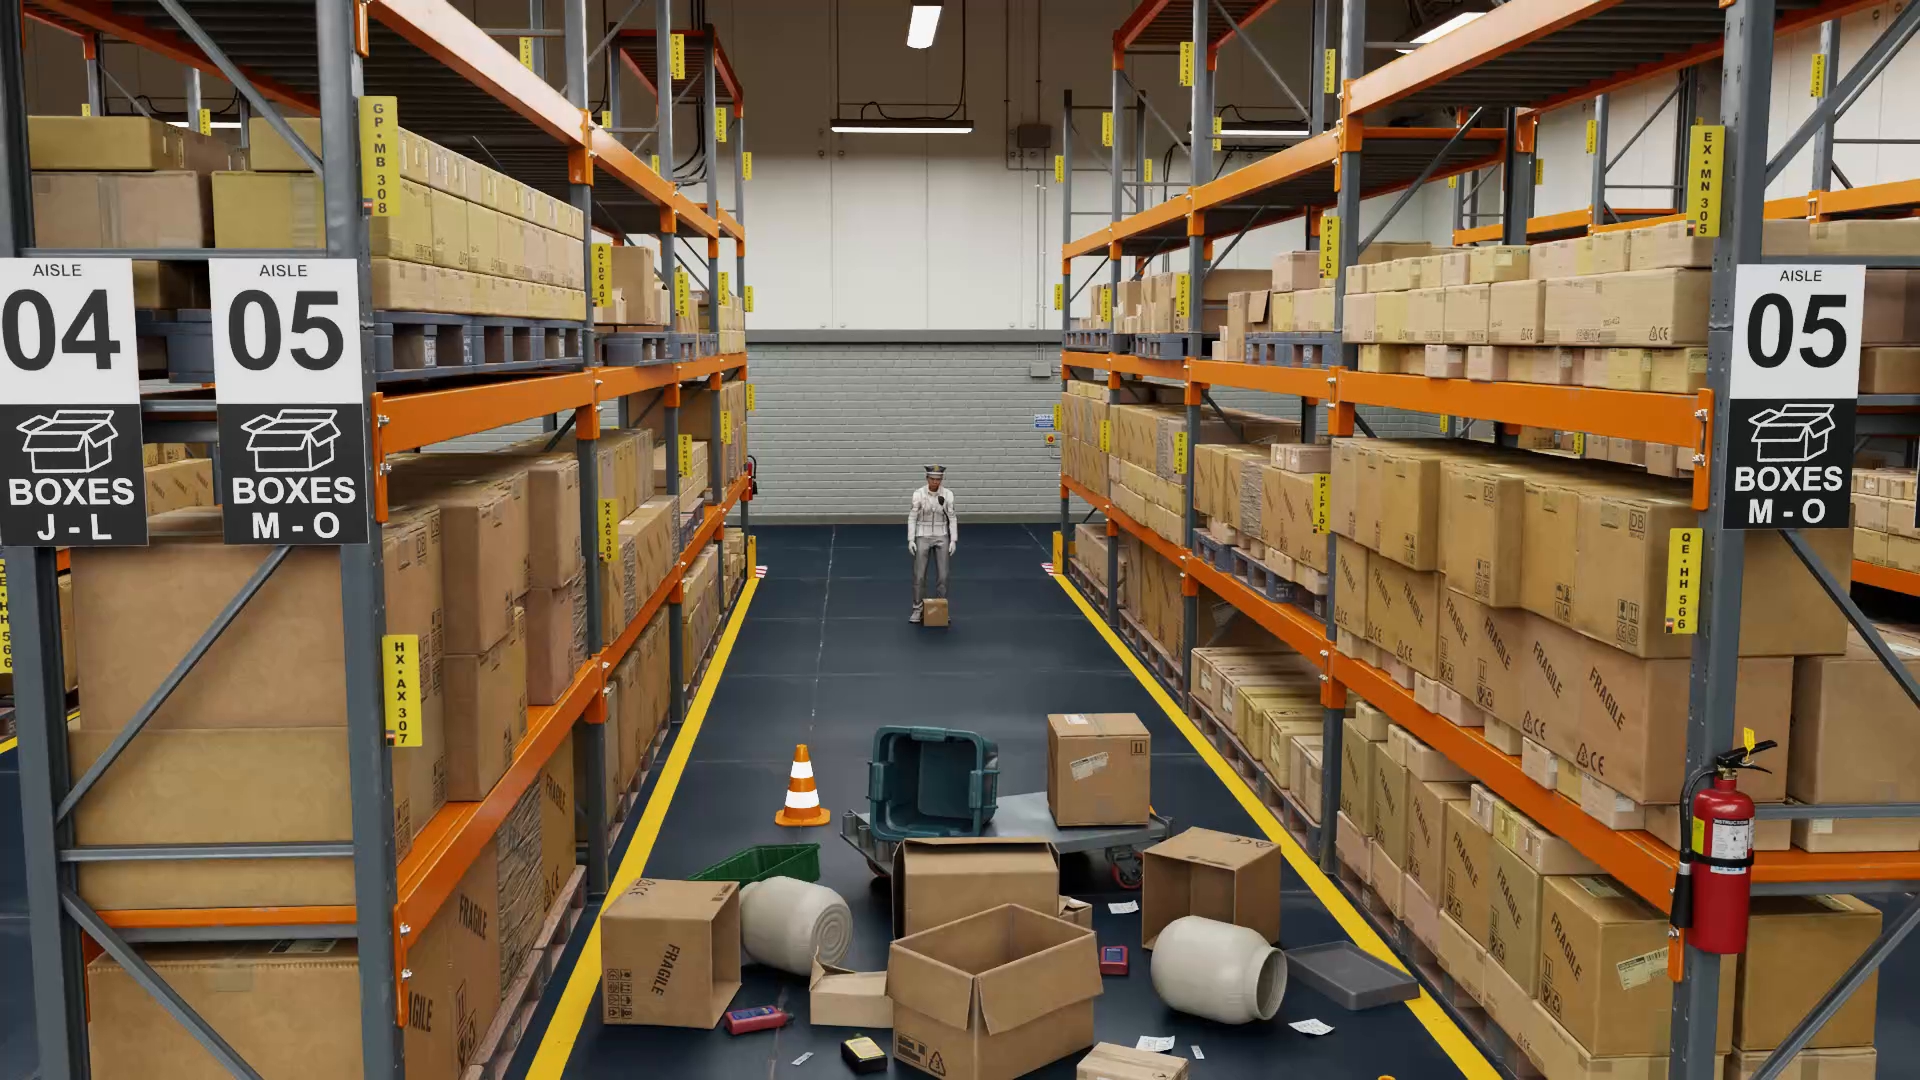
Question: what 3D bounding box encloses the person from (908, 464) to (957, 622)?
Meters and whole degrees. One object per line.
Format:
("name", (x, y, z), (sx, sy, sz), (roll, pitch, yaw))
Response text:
("person", (-0.297, 0.026, 17.528), (0.510, 1.662, 0.373), (-1, 7, -5))
